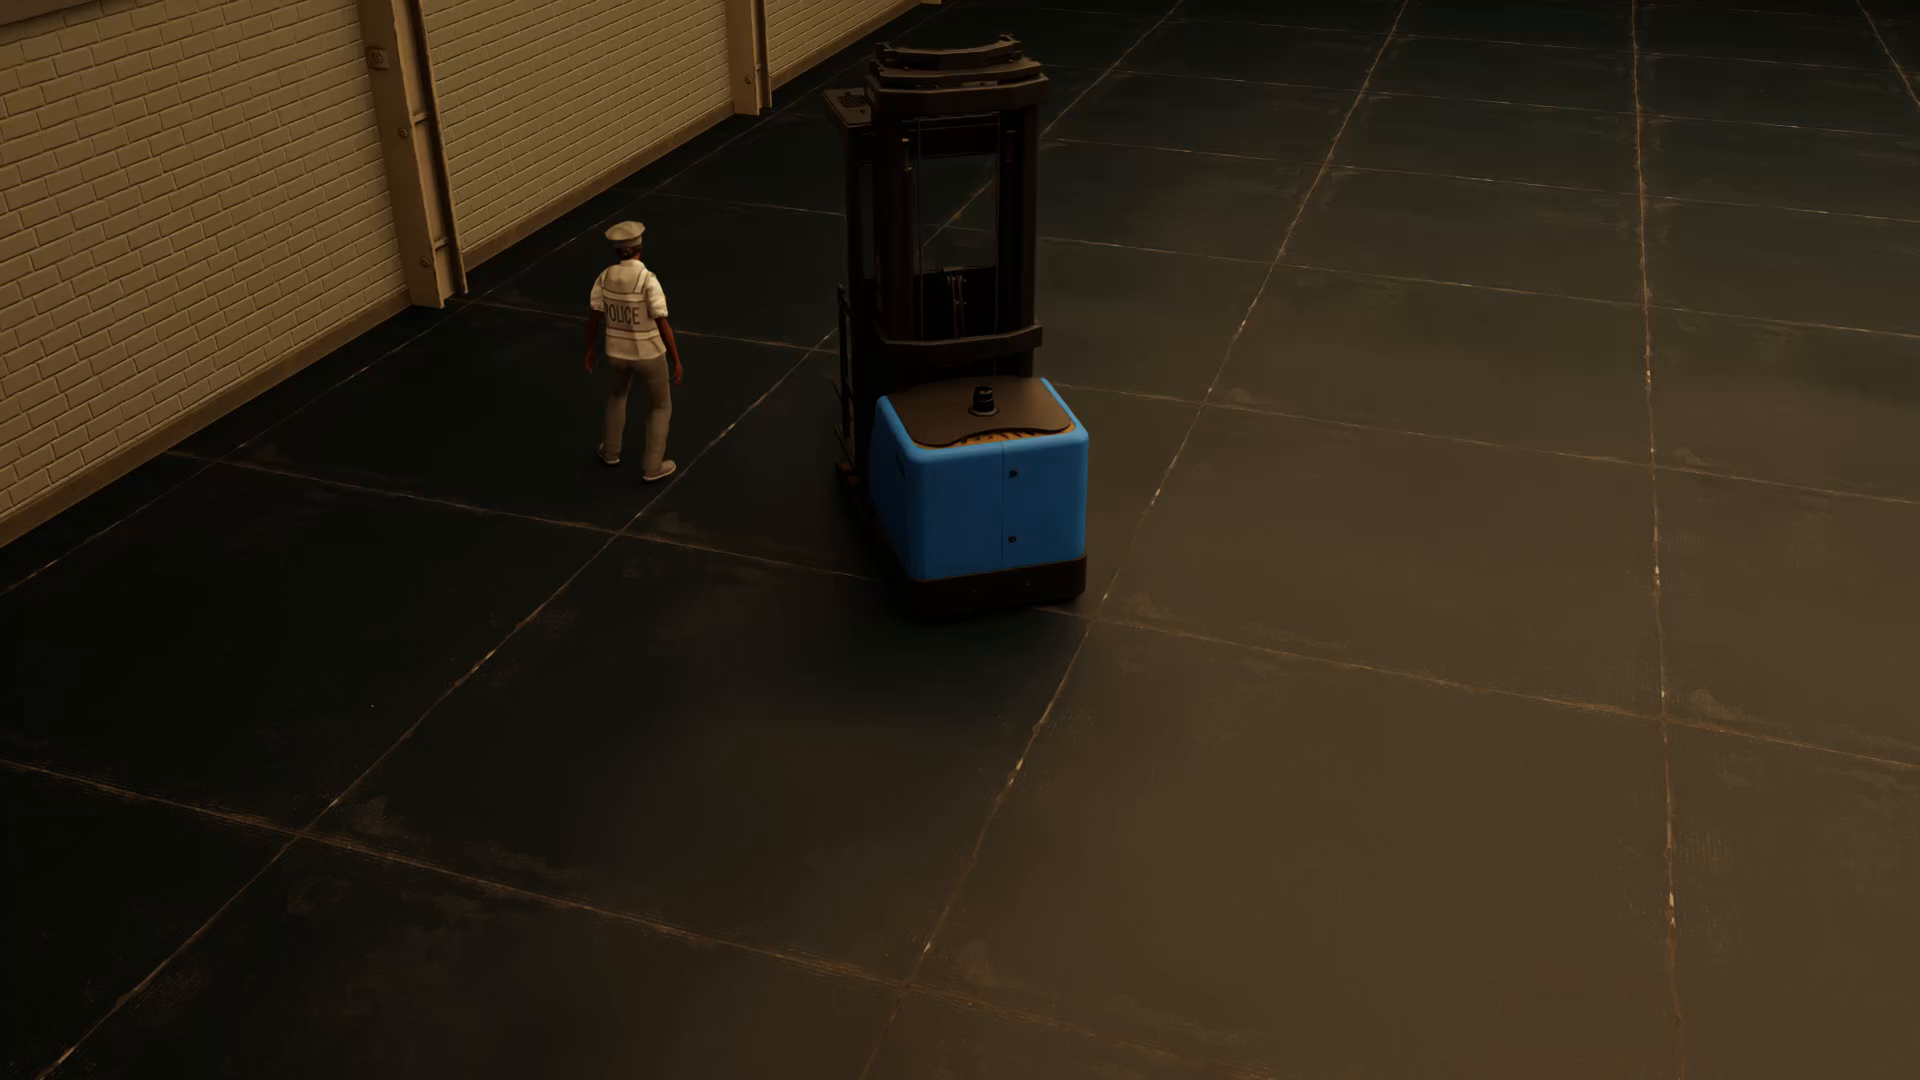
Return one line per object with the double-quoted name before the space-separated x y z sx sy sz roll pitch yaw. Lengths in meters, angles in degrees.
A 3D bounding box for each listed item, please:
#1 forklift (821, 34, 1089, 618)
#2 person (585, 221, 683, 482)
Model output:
"forklift" -0.170 -1.557 9.868 1.130 2.935 3.031 -8 31 -13
"person" -2.077 -1.182 10.539 0.787 1.630 0.403 10 31 17
